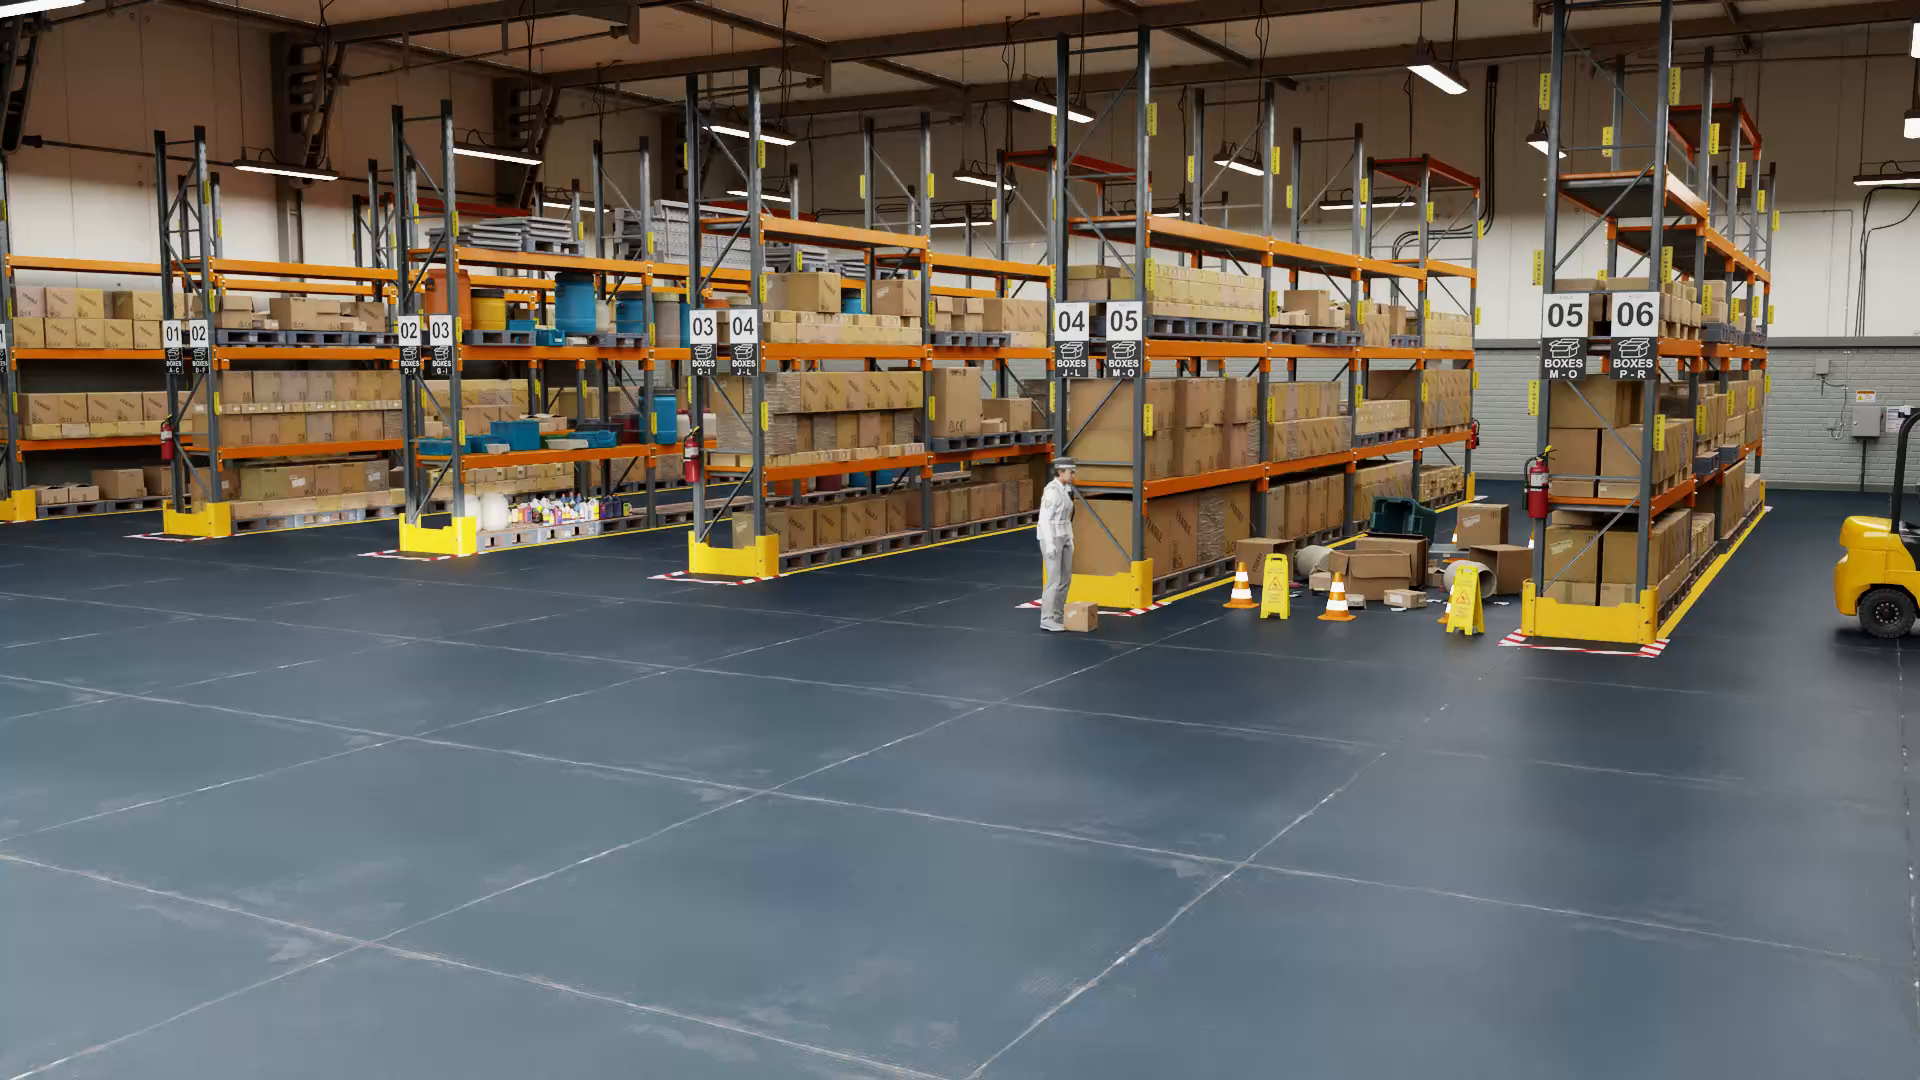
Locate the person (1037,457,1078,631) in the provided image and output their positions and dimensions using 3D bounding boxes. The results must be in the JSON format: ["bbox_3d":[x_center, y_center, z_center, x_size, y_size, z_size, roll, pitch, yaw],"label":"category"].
[{"bbox_3d":[0.951,0.026,16.111,0.375,1.662,0.528,3,7,29],"label":"person"}]
